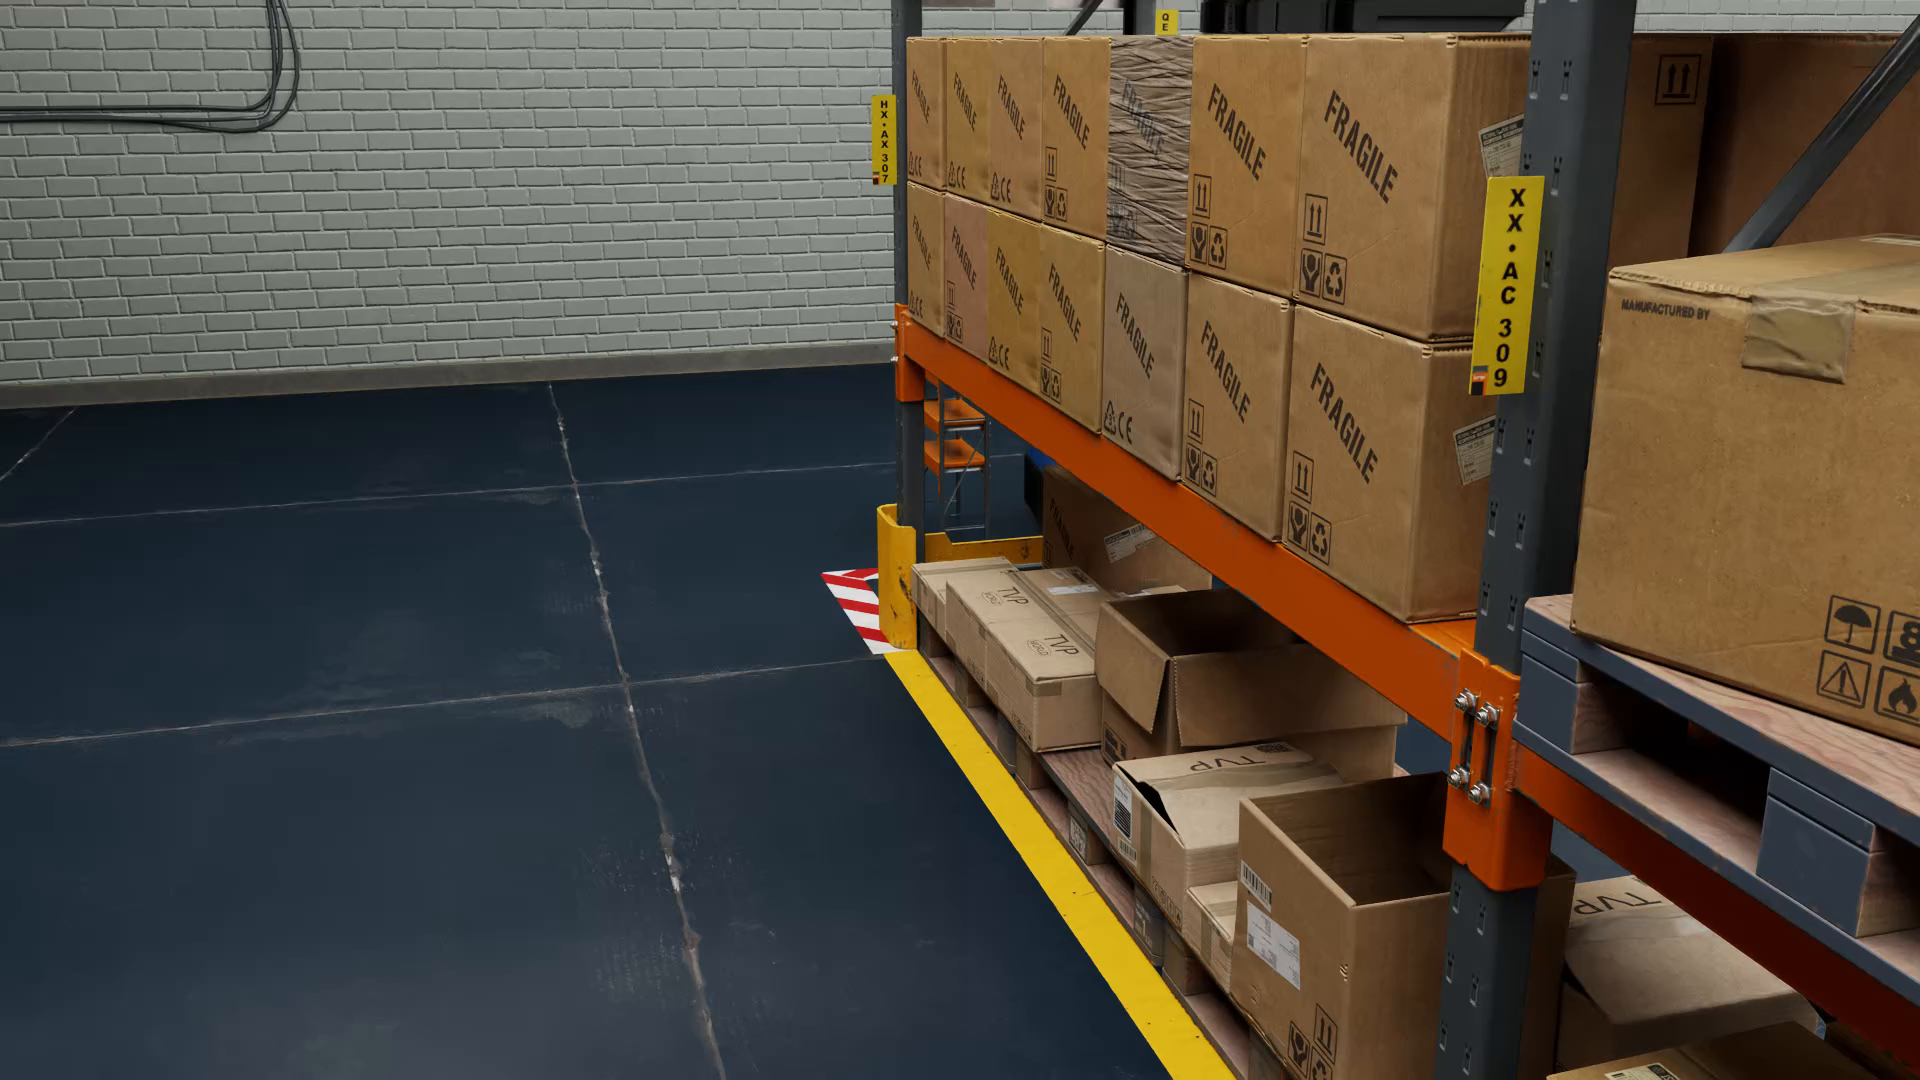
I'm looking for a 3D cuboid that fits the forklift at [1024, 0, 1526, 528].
[{"bbox_3d":[1.881,-1.475,7.768,3.031,2.935,1.130,-2,17,-7],"label":"forklift"}]

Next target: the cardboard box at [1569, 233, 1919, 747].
[{"bbox_3d":[1.257,-0.110,2.200,0.700,0.500,0.500,-12,20,-34],"label":"cardboard box"}]

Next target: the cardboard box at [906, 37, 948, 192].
[{"bbox_3d":[0.111,-1.499,5.817,0.500,0.500,0.500,-4,17,-14],"label":"cardboard box"}]

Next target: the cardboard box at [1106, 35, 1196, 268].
[{"bbox_3d":[0.673,-0.937,3.944,0.500,0.500,0.500,-5,17,-15],"label":"cardboard box"}]

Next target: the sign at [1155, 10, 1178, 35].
[{"bbox_3d":[0.782,-1.860,6.368,0.100,0.325,0.005,-5,17,-15],"label":"sign"}]

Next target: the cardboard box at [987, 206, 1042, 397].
[{"bbox_3d":[0.393,-0.739,5.024,0.500,0.500,0.500,-5,17,-15],"label":"cardboard box"}]

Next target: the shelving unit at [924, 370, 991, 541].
[{"bbox_3d":[-0.045,-0.620,7.932,0.258,1.200,0.503,-5,17,-15],"label":"shelving unit"}]

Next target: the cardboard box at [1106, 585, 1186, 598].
[{"bbox_3d":[0.654,0.280,5.965,0.380,0.166,0.250,-5,17,-15],"label":"cardboard box"}]

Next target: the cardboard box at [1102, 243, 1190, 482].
[{"bbox_3d":[0.672,-0.460,4.095,0.500,0.500,0.500,-4,17,-14],"label":"cardboard box"}]

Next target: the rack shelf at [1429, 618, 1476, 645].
[{"bbox_3d":[0.793,-0.312,4.687,0.919,0.124,3.809,-5,17,-15],"label":"rack shelf"}]

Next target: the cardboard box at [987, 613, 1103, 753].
[{"bbox_3d":[0.395,0.440,5.289,0.500,0.250,0.500,-5,17,-15],"label":"cardboard box"}]

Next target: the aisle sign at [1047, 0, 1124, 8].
[{"bbox_3d":[0.519,-2.404,6.222,0.394,0.787,0.004,-5,17,-15],"label":"aisle sign"}]

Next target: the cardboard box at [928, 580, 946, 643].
[{"bbox_3d":[0.096,0.243,6.091,0.380,0.166,0.250,-5,17,-15],"label":"cardboard box"}]

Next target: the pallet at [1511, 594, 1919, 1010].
[{"bbox_3d":[1.457,0.312,2.033,1.003,0.211,1.213,-5,17,-15],"label":"pallet"}]

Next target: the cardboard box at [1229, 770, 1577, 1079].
[{"bbox_3d":[0.913,0.842,3.516,0.500,0.500,0.500,-5,17,-15],"label":"cardboard box"}]

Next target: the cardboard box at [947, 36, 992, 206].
[{"bbox_3d":[0.262,-1.355,5.337,0.500,0.500,0.500,-5,17,-15],"label":"cardboard box"}]

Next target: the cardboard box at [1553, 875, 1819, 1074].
[{"bbox_3d":[1.435,0.934,3.536,0.500,0.311,0.500,-5,17,-15],"label":"cardboard box"}]

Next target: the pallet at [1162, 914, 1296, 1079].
[{"bbox_3d":[1.154,1.136,3.803,1.003,0.211,1.213,-5,17,-15],"label":"pallet"}]

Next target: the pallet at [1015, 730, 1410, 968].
[{"bbox_3d":[0.816,0.798,4.929,1.003,0.211,1.213,-5,17,-15],"label":"pallet"}]

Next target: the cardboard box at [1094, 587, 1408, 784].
[{"bbox_3d":[0.821,0.456,4.794,0.797,0.503,0.637,-5,17,-15],"label":"cardboard box"}]

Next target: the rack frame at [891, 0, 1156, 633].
[{"bbox_3d":[0.243,-1.116,6.453,1.000,3.000,0.127,-5,17,-15],"label":"rack frame"}]

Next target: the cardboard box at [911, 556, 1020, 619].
[{"bbox_3d":[0.028,0.182,6.324,0.380,0.149,0.250,-5,17,-15],"label":"cardboard box"}]

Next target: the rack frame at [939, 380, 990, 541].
[{"bbox_3d":[0.022,-0.553,7.707,0.240,1.200,0.015,-5,17,-15],"label":"rack frame"}]

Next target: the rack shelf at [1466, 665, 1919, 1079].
[{"bbox_3d":[1.892,0.888,1.031,1.077,0.370,4.000,-5,17,-15],"label":"rack shelf"}]

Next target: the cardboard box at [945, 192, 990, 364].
[{"bbox_3d":[0.258,-0.878,5.487,0.500,0.500,0.500,-5,17,-16],"label":"cardboard box"}]

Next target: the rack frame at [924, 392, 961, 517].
[{"bbox_3d":[-0.113,-0.688,8.157,0.240,1.200,0.015,-5,17,-15],"label":"rack frame"}]

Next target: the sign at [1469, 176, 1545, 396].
[{"bbox_3d":[0.823,-0.379,2.495,0.100,0.325,0.005,-5,17,-15],"label":"sign"}]

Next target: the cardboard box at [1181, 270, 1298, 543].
[{"bbox_3d":[0.815,-0.318,3.622,0.500,0.500,0.500,-4,17,-14],"label":"cardboard box"}]

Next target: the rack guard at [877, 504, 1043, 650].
[{"bbox_3d":[0.264,0.102,6.743,1.175,0.500,0.348,-5,17,-15],"label":"rack guard"}]

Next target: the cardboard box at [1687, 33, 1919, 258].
[{"bbox_3d":[1.483,-0.689,3.119,0.500,0.500,0.500,-4,17,-14],"label":"cardboard box"}]

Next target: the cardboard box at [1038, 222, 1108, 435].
[{"bbox_3d":[0.529,-0.600,4.563,0.500,0.500,0.500,-4,17,-15],"label":"cardboard box"}]

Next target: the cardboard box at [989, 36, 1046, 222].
[{"bbox_3d":[0.395,-1.216,4.875,0.500,0.500,0.500,-4,17,-14],"label":"cardboard box"}]

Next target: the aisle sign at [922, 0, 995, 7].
[{"bbox_3d":[-0.058,-2.357,6.064,0.394,0.787,0.004,-5,17,-15],"label":"aisle sign"}]

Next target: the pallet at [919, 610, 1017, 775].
[{"bbox_3d":[0.484,0.461,6.050,1.003,0.211,1.213,-5,17,-15],"label":"pallet"}]

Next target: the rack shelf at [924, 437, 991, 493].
[{"bbox_3d":[-0.045,-0.366,8.008,0.258,0.148,0.480,-5,17,-15],"label":"rack shelf"}]

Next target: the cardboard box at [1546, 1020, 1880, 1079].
[{"bbox_3d":[1.241,1.130,2.556,0.500,0.500,0.500,-6,18,-18],"label":"cardboard box"}]

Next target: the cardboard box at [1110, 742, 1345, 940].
[{"bbox_3d":[0.707,0.725,4.234,0.500,0.311,0.500,-5,17,-15],"label":"cardboard box"}]

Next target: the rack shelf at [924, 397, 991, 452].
[{"bbox_3d":[-0.045,-0.556,7.951,0.258,0.148,0.480,-5,17,-15],"label":"rack shelf"}]

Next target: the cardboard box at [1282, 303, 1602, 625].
[{"bbox_3d":[0.958,-0.175,3.148,0.500,0.500,0.500,-4,17,-14],"label":"cardboard box"}]

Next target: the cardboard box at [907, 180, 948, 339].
[{"bbox_3d":[0.111,-1.020,5.960,0.500,0.500,0.500,-4,17,-14],"label":"cardboard box"}]

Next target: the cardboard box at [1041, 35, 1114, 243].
[{"bbox_3d":[0.536,-1.076,4.408,0.500,0.500,0.500,-5,17,-16],"label":"cardboard box"}]

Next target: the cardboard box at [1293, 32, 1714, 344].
[{"bbox_3d":[0.954,-0.656,3.009,0.500,0.500,0.500,-5,17,-15],"label":"cardboard box"}]

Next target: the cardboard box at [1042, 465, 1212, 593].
[{"bbox_3d":[0.629,0.001,6.313,0.500,0.500,0.500,-5,17,-15],"label":"cardboard box"}]

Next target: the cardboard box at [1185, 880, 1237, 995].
[{"bbox_3d":[0.752,0.911,3.896,0.380,0.149,0.250,-5,17,-15],"label":"cardboard box"}]

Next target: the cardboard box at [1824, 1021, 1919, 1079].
[{"bbox_3d":[1.753,1.091,2.687,0.500,0.500,0.500,-5,17,-16],"label":"cardboard box"}]

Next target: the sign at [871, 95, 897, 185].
[{"bbox_3d":[-0.279,-1.488,6.185,0.100,0.325,0.005,-5,17,-15],"label":"sign"}]

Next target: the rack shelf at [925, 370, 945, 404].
[{"bbox_3d":[-0.045,-0.770,7.887,0.258,0.148,0.480,-5,17,-15],"label":"rack shelf"}]
